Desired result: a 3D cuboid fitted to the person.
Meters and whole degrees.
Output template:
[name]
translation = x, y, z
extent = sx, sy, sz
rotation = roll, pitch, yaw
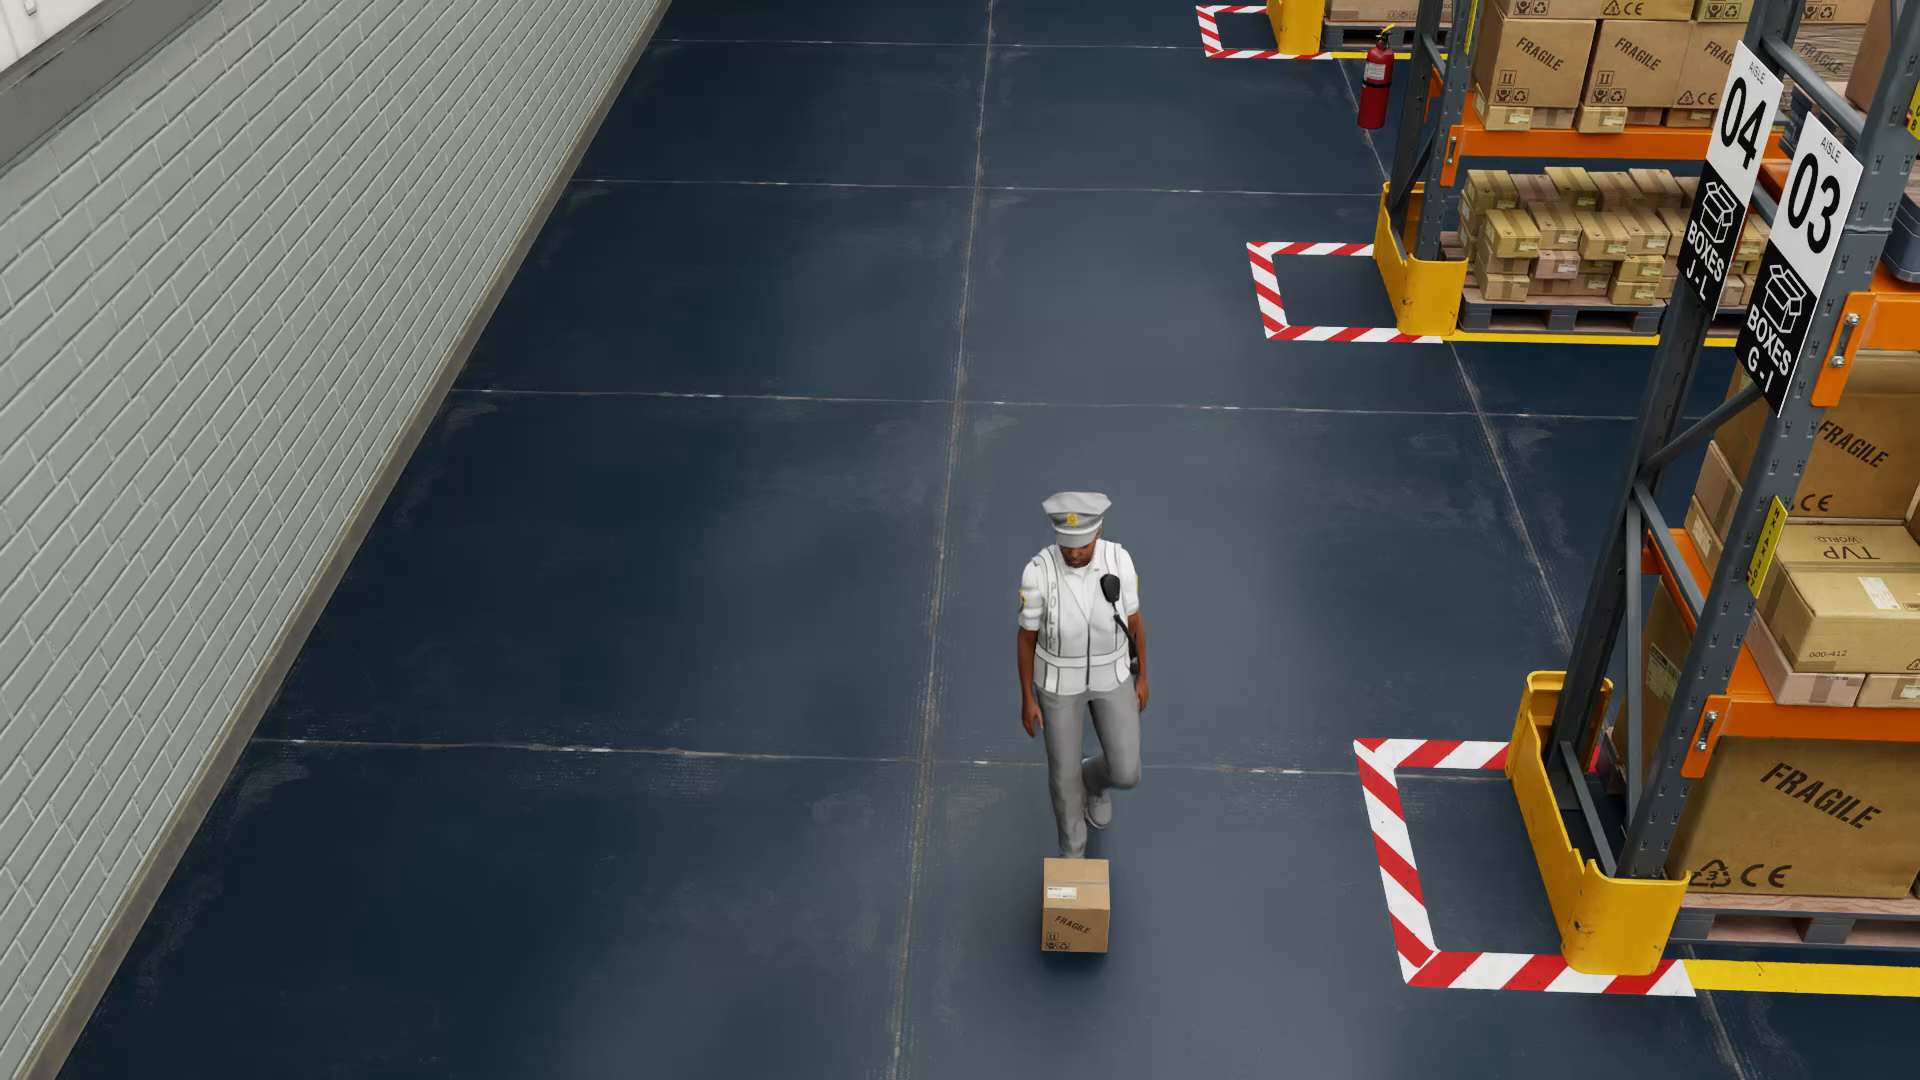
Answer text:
[person]
translation = 0.478, 0.586, 6.284
extent = 0.516, 1.667, 0.526
rotation = -3, 36, -5
